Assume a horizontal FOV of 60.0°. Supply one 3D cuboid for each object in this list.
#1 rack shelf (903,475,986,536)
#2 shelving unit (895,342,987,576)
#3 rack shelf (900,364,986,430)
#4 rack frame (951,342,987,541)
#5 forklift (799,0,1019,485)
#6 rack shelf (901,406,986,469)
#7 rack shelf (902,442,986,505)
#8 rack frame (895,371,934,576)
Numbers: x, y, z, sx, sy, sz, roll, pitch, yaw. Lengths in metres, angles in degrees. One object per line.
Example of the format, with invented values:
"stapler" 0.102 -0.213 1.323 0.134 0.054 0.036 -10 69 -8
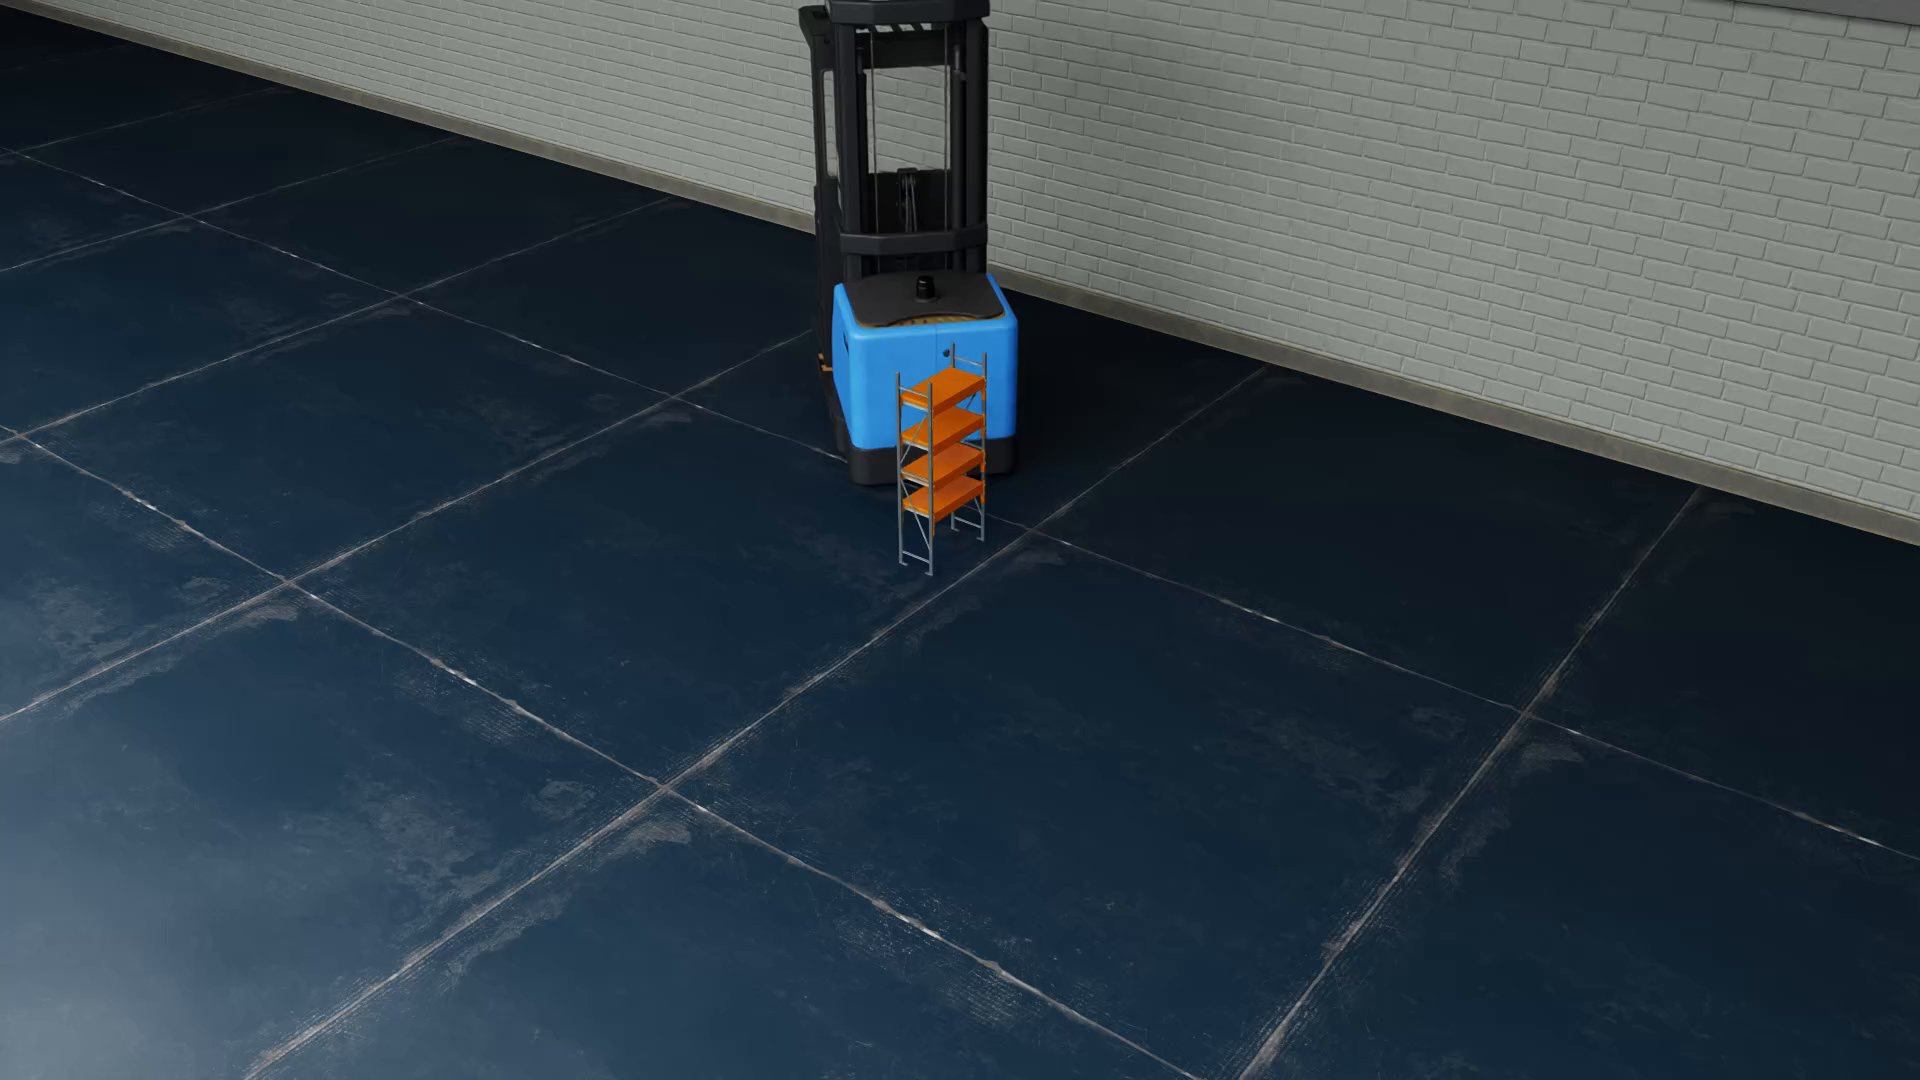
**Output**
"rack shelf" -0.100 -0.220 9.466 0.258 0.148 0.480 21 37 31
"shelving unit" -0.100 -0.449 9.331 0.258 1.200 0.503 21 37 31
"rack shelf" -0.100 -0.787 9.130 0.258 0.148 0.480 21 37 31
"rack frame" 0.047 -0.548 9.498 0.240 1.200 0.015 21 37 31
"forklift" -0.414 -2.335 10.815 1.130 2.935 3.031 -5 31 -9
"rack shelf" -0.100 -0.583 9.251 0.258 0.148 0.480 21 37 31
"rack shelf" -0.100 -0.391 9.365 0.258 0.148 0.480 21 37 31
"rack frame" -0.247 -0.350 9.163 0.240 1.200 0.015 21 37 31
